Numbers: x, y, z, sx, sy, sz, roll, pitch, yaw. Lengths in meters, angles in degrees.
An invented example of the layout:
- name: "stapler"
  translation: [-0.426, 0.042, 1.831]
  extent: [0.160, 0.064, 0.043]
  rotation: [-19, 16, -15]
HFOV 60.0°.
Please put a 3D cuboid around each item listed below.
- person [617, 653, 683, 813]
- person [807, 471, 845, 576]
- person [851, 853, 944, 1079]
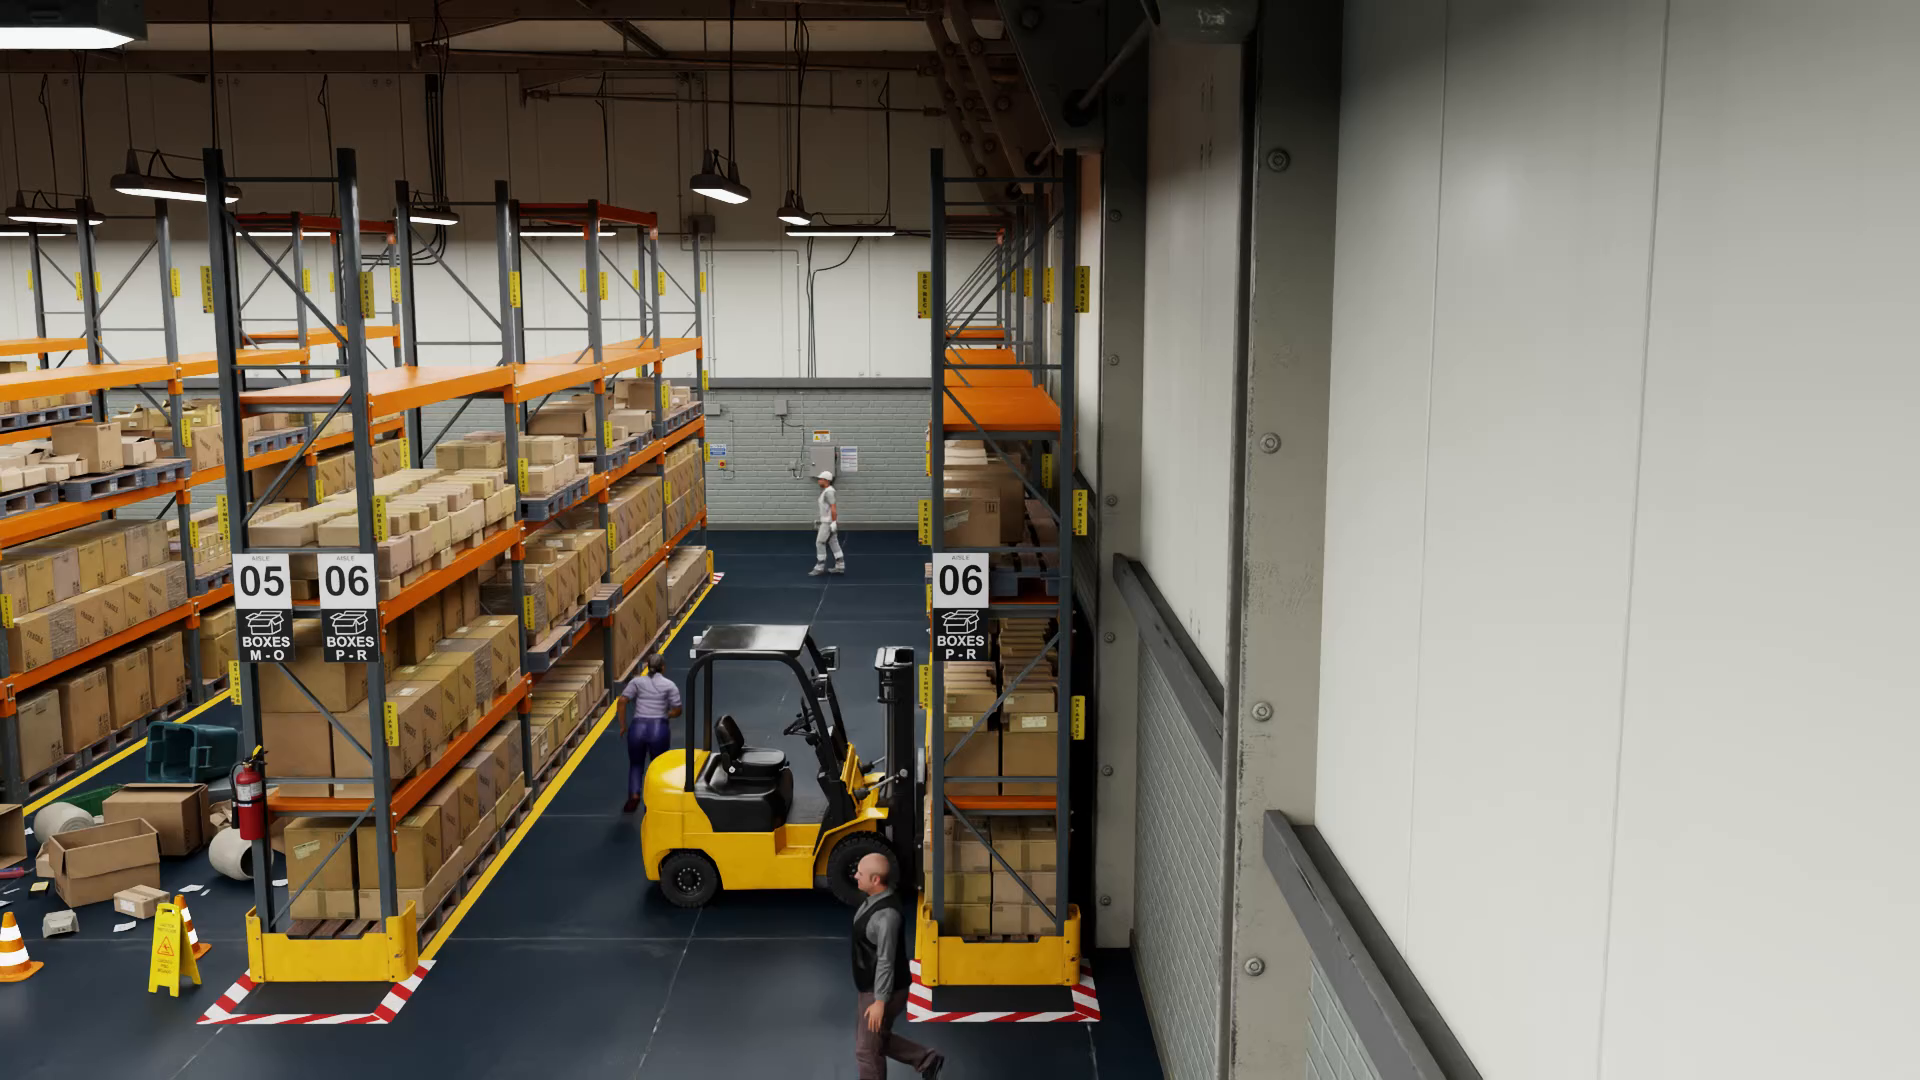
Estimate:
- name: "person"
  translation: [-2.977, 1.873, 16.022]
  extent: [0.604, 1.538, 0.718]
  rotation: [0, 9, 3]
- name: "person"
  translation: [-2.322, -0.293, 28.665]
  extent: [0.665, 1.797, 0.603]
  rotation: [-1, 9, -5]
- name: "person"
  translation: [-0.431, 2.722, 10.157]
  extent: [0.691, 1.707, 0.631]
  rotation: [-1, 9, -8]
